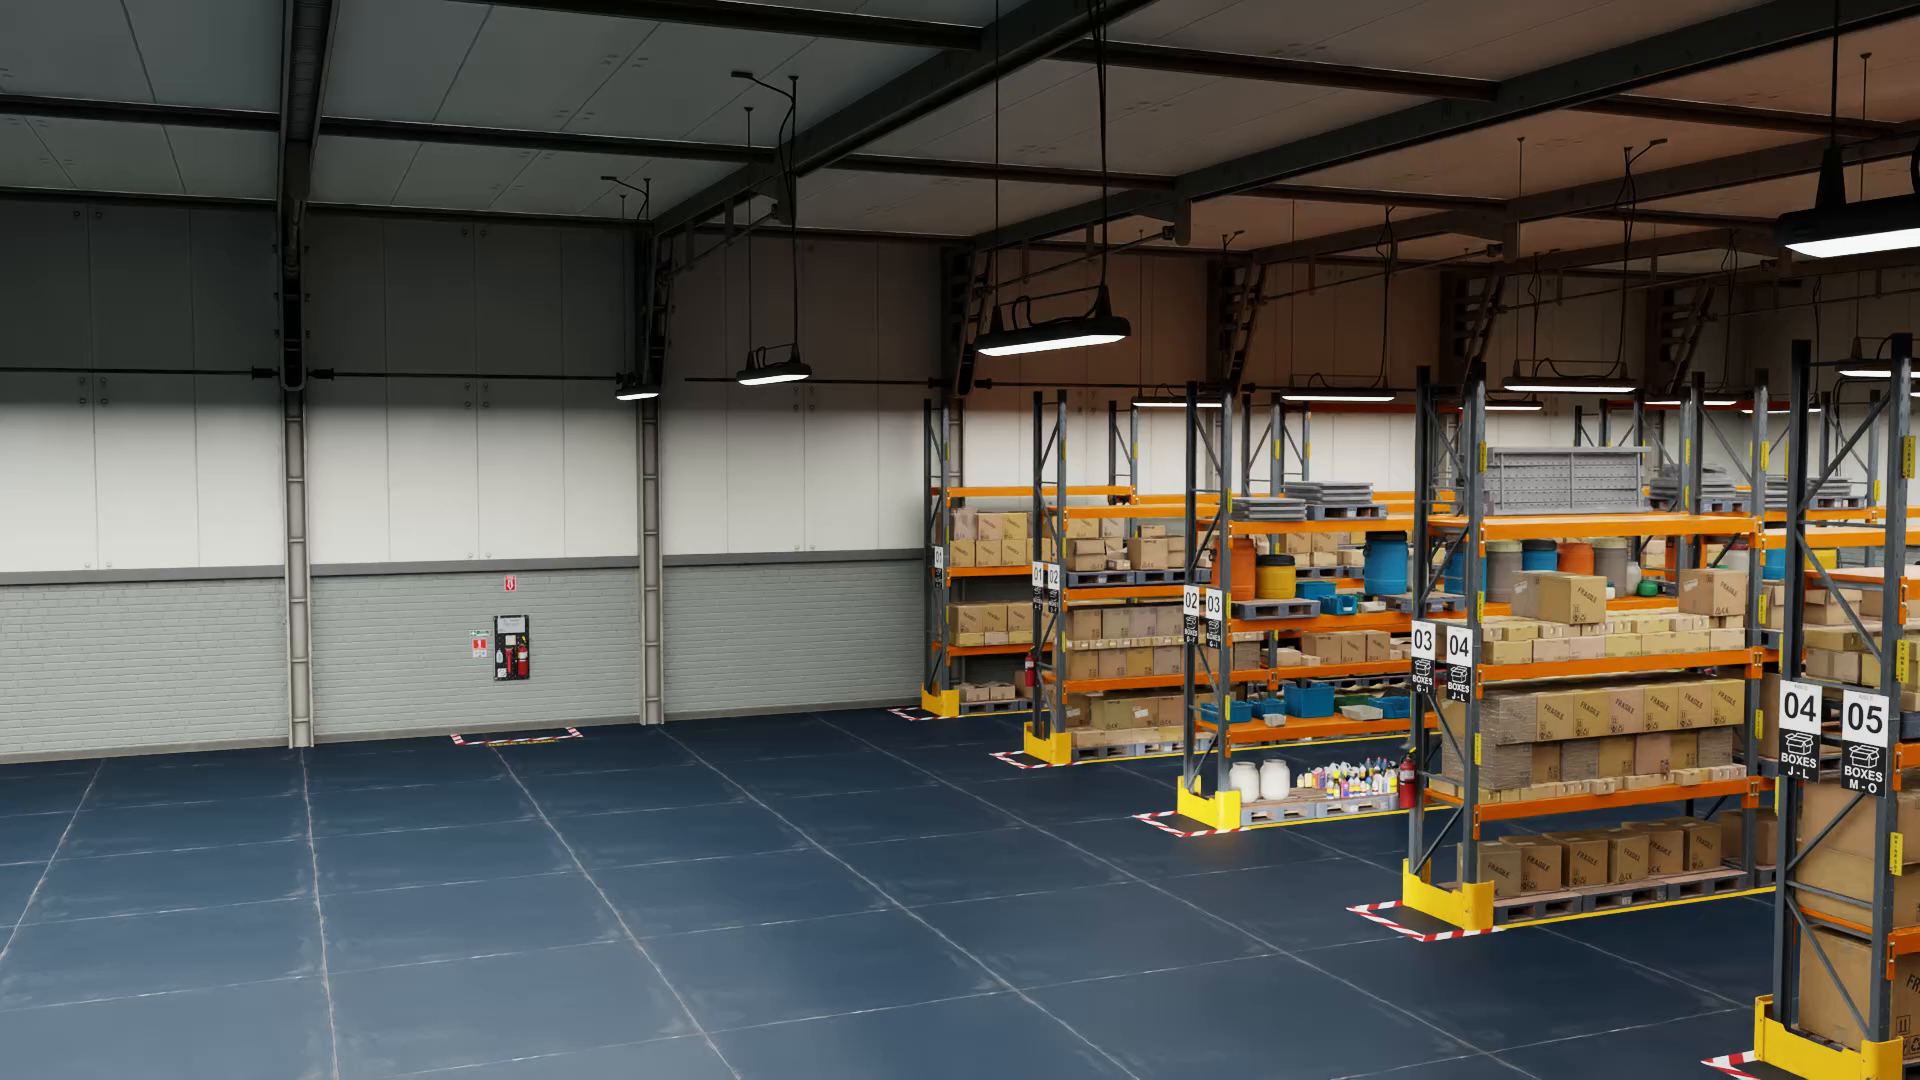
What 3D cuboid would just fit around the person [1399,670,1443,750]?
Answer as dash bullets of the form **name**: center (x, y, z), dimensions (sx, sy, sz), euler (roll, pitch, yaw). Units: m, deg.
- **person**: center (7.827, 2.665, 27.815), dimensions (1.103, 1.650, 0.520), euler (-3, 4, -38)
